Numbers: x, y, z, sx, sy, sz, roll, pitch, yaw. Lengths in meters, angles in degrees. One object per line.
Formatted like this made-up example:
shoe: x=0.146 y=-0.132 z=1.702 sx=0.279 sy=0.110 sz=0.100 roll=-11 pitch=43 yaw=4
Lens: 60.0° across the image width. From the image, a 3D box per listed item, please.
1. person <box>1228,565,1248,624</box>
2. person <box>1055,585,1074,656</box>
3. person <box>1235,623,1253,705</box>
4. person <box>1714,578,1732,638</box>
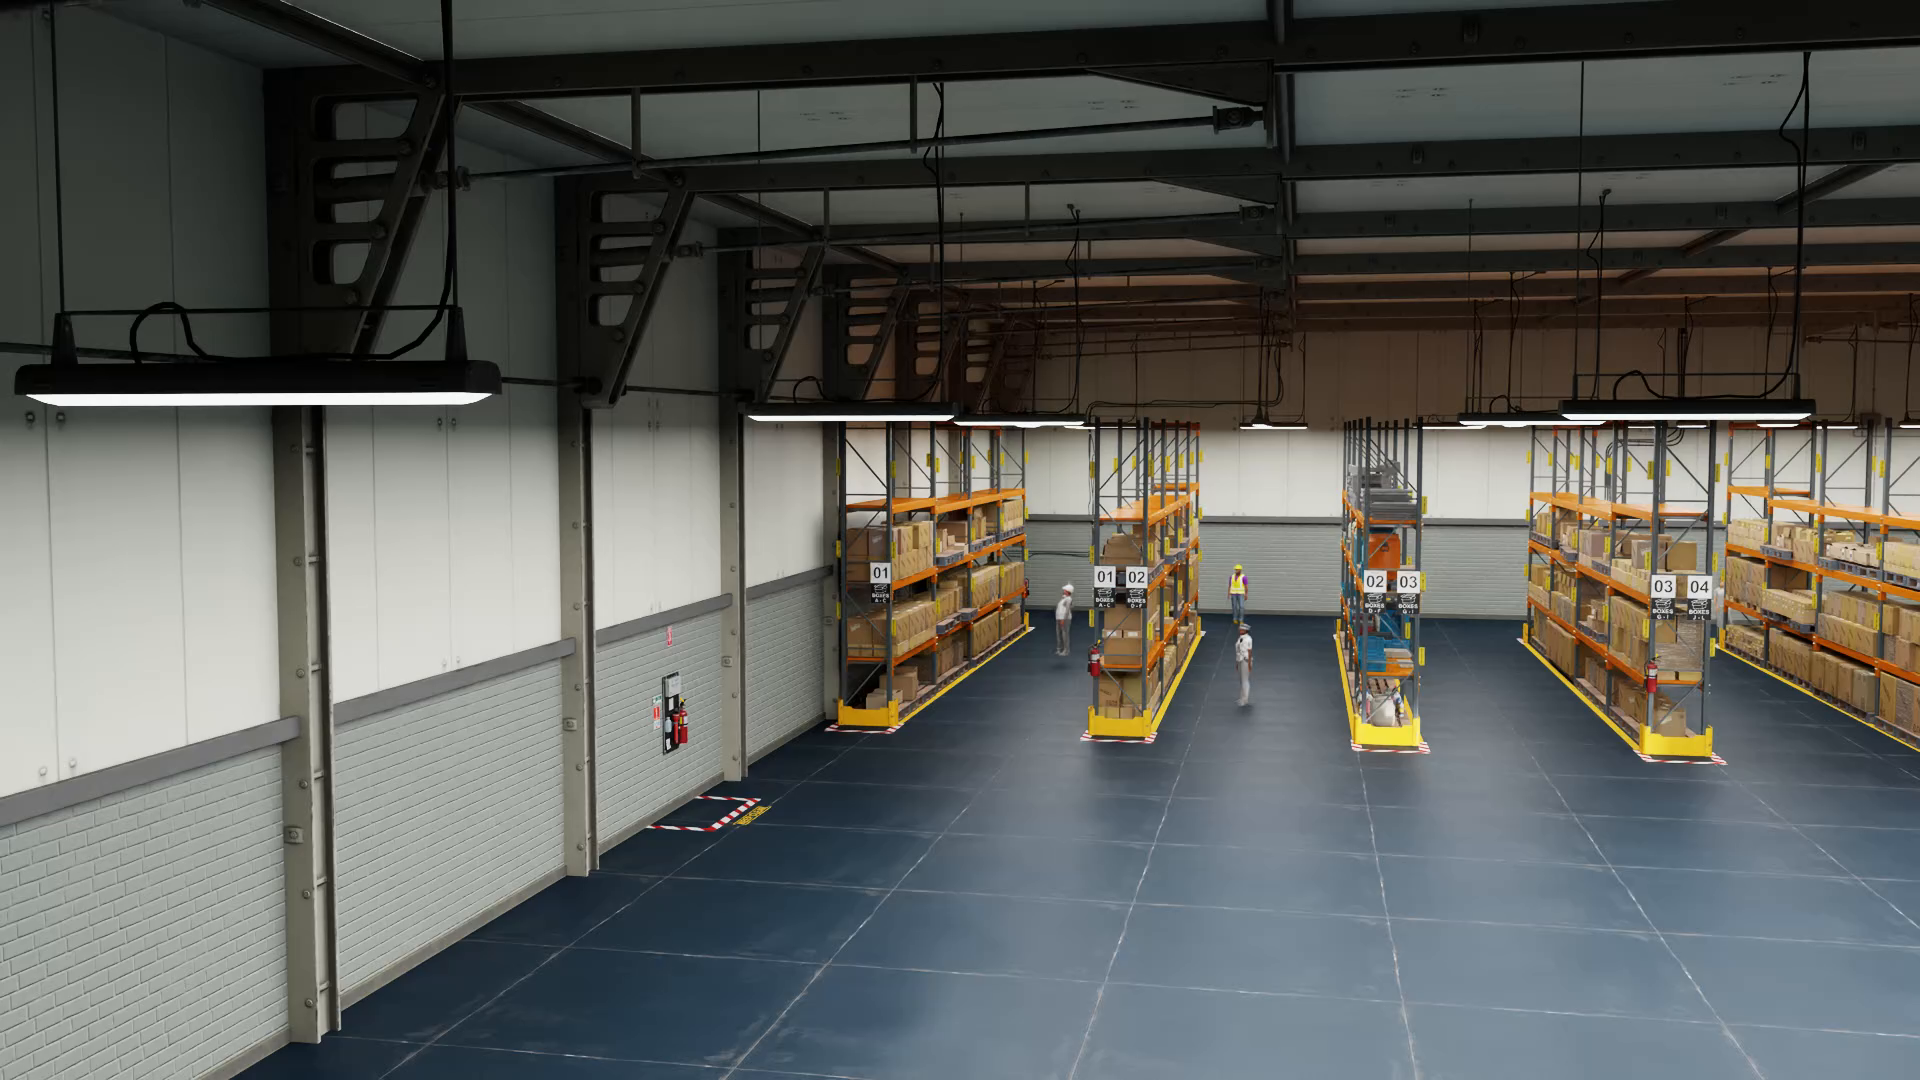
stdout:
person: x=8.281 y=1.635 z=49.518 sx=0.592 sy=1.787 sz=0.567 roll=1 pitch=4 yaw=9
person: x=2.572 y=1.989 z=41.324 sx=0.480 sy=1.764 sz=0.590 roll=-2 pitch=4 yaw=-29
person: x=5.966 y=2.609 z=35.091 sx=0.427 sy=1.692 sz=0.596 roll=-1 pitch=4 yaw=-8
person: x=21.252 y=1.894 z=46.228 sx=0.560 sy=1.679 sz=0.388 roll=1 pitch=4 yaw=19
